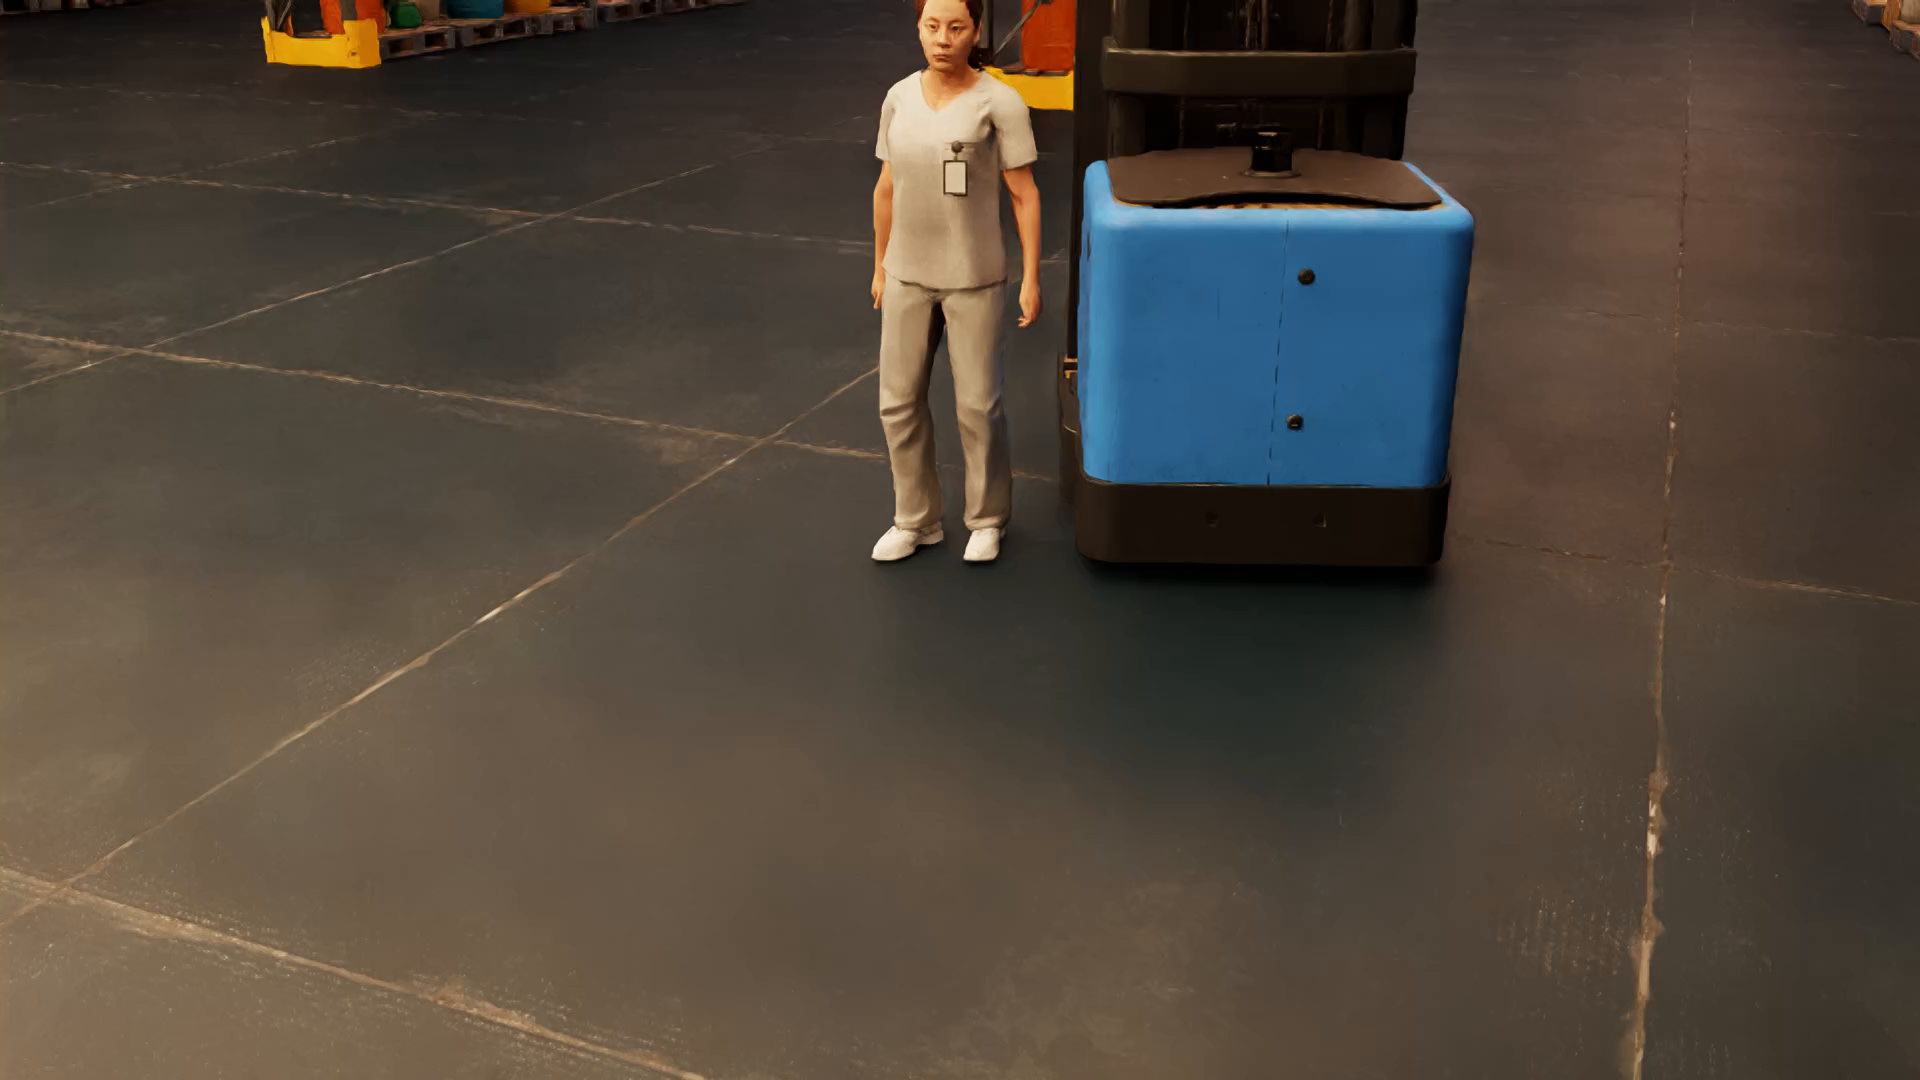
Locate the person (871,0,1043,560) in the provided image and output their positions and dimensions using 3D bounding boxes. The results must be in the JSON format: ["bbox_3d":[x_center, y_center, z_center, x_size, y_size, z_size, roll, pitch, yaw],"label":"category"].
[{"bbox_3d":[-0.012,-0.732,4.708,0.545,1.668,0.398,7,24,17],"label":"person"}]

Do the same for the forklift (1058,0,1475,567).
[{"bbox_3d":[0.925,-1.799,5.595,1.130,2.935,3.031,1,23,2],"label":"forklift"}]
